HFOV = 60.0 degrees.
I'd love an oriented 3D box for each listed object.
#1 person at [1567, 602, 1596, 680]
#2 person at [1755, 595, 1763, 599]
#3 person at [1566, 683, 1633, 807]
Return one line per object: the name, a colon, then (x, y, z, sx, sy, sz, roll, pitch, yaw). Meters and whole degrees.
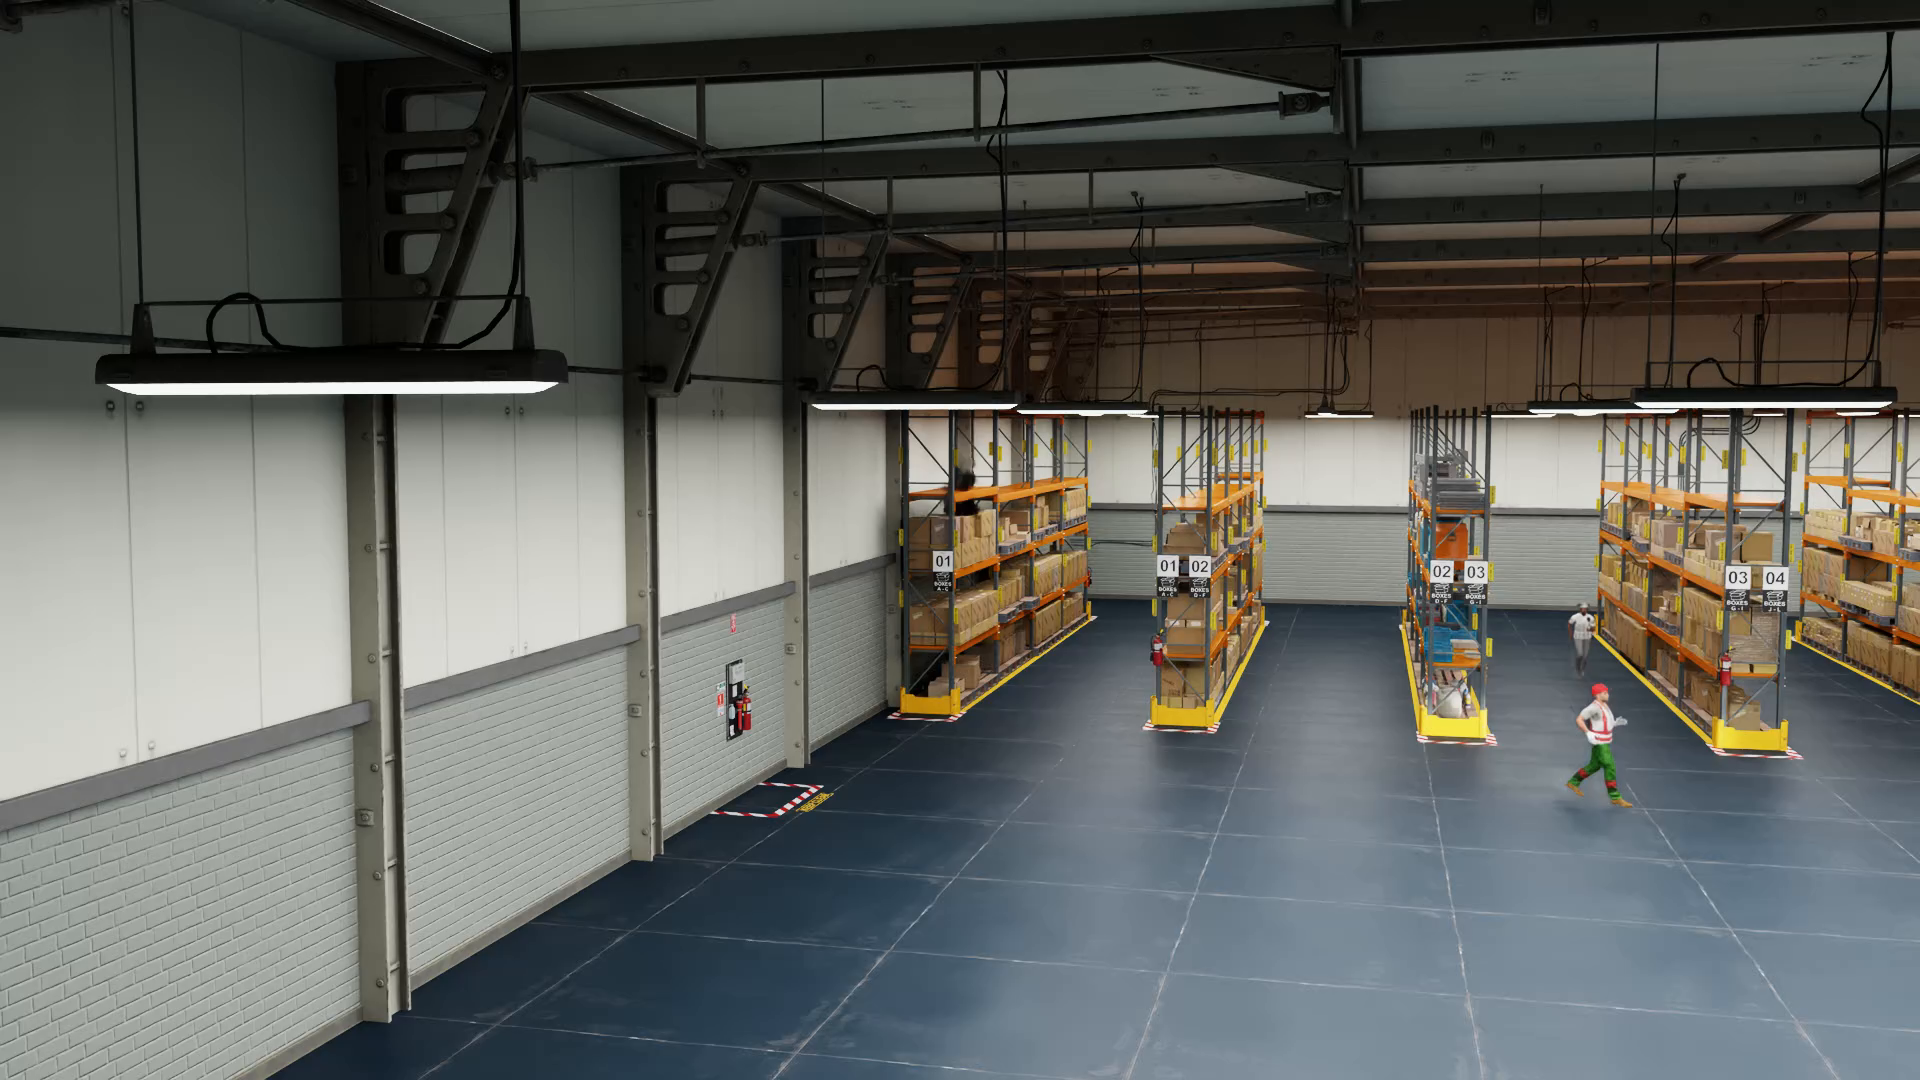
person: (13.816, 2.237, 36.920, 0.543, 1.742, 0.725, 0, 4, 6)
person: (20.309, 1.826, 42.076, 0.672, 1.806, 0.710, 1, 4, 18)
person: (9.525, 3.022, 24.743, 0.991, 1.780, 0.659, 3, 5, 34)
